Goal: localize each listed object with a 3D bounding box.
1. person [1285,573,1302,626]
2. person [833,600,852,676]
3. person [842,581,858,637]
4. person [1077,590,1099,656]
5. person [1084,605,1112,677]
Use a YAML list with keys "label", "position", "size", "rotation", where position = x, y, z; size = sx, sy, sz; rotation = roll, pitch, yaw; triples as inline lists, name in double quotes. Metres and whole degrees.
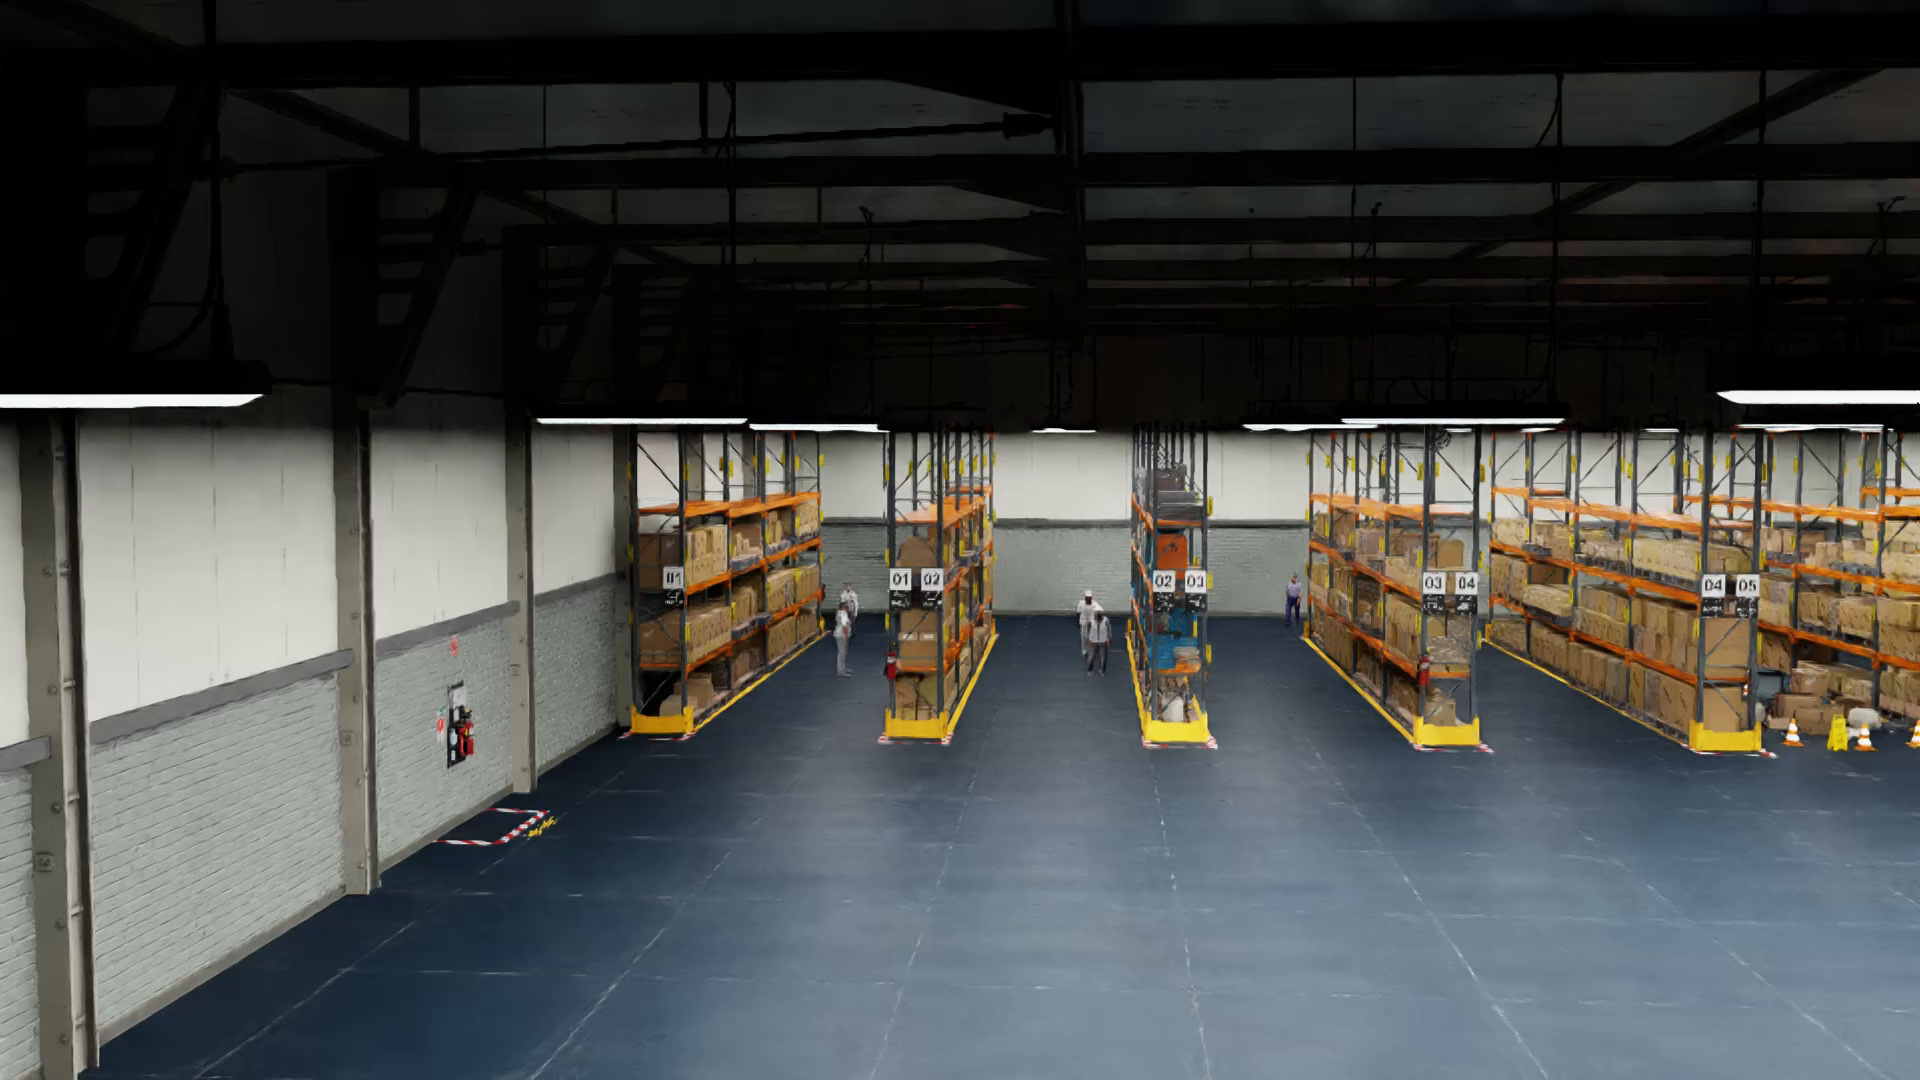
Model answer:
- label: "person"
  position: [9.976, 1.776, 49.650]
  size: [0.479, 1.577, 0.985]
  rotation: [1, 4, 14]
- label: "person"
  position: [-2.751, 2.320, 39.651]
  size: [0.492, 1.767, 0.626]
  rotation: [-1, 4, -22]
- label: "person"
  position: [-3.088, 1.958, 46.555]
  size: [0.502, 1.624, 0.996]
  rotation: [0, 4, 3]
- label: "person"
  position: [3.340, 2.137, 43.172]
  size: [0.575, 1.689, 1.128]
  rotation: [0, 4, 2]
- label: "person"
  position: [3.260, 2.383, 39.273]
  size: [0.677, 1.726, 0.574]
  rotation: [0, 4, 4]
